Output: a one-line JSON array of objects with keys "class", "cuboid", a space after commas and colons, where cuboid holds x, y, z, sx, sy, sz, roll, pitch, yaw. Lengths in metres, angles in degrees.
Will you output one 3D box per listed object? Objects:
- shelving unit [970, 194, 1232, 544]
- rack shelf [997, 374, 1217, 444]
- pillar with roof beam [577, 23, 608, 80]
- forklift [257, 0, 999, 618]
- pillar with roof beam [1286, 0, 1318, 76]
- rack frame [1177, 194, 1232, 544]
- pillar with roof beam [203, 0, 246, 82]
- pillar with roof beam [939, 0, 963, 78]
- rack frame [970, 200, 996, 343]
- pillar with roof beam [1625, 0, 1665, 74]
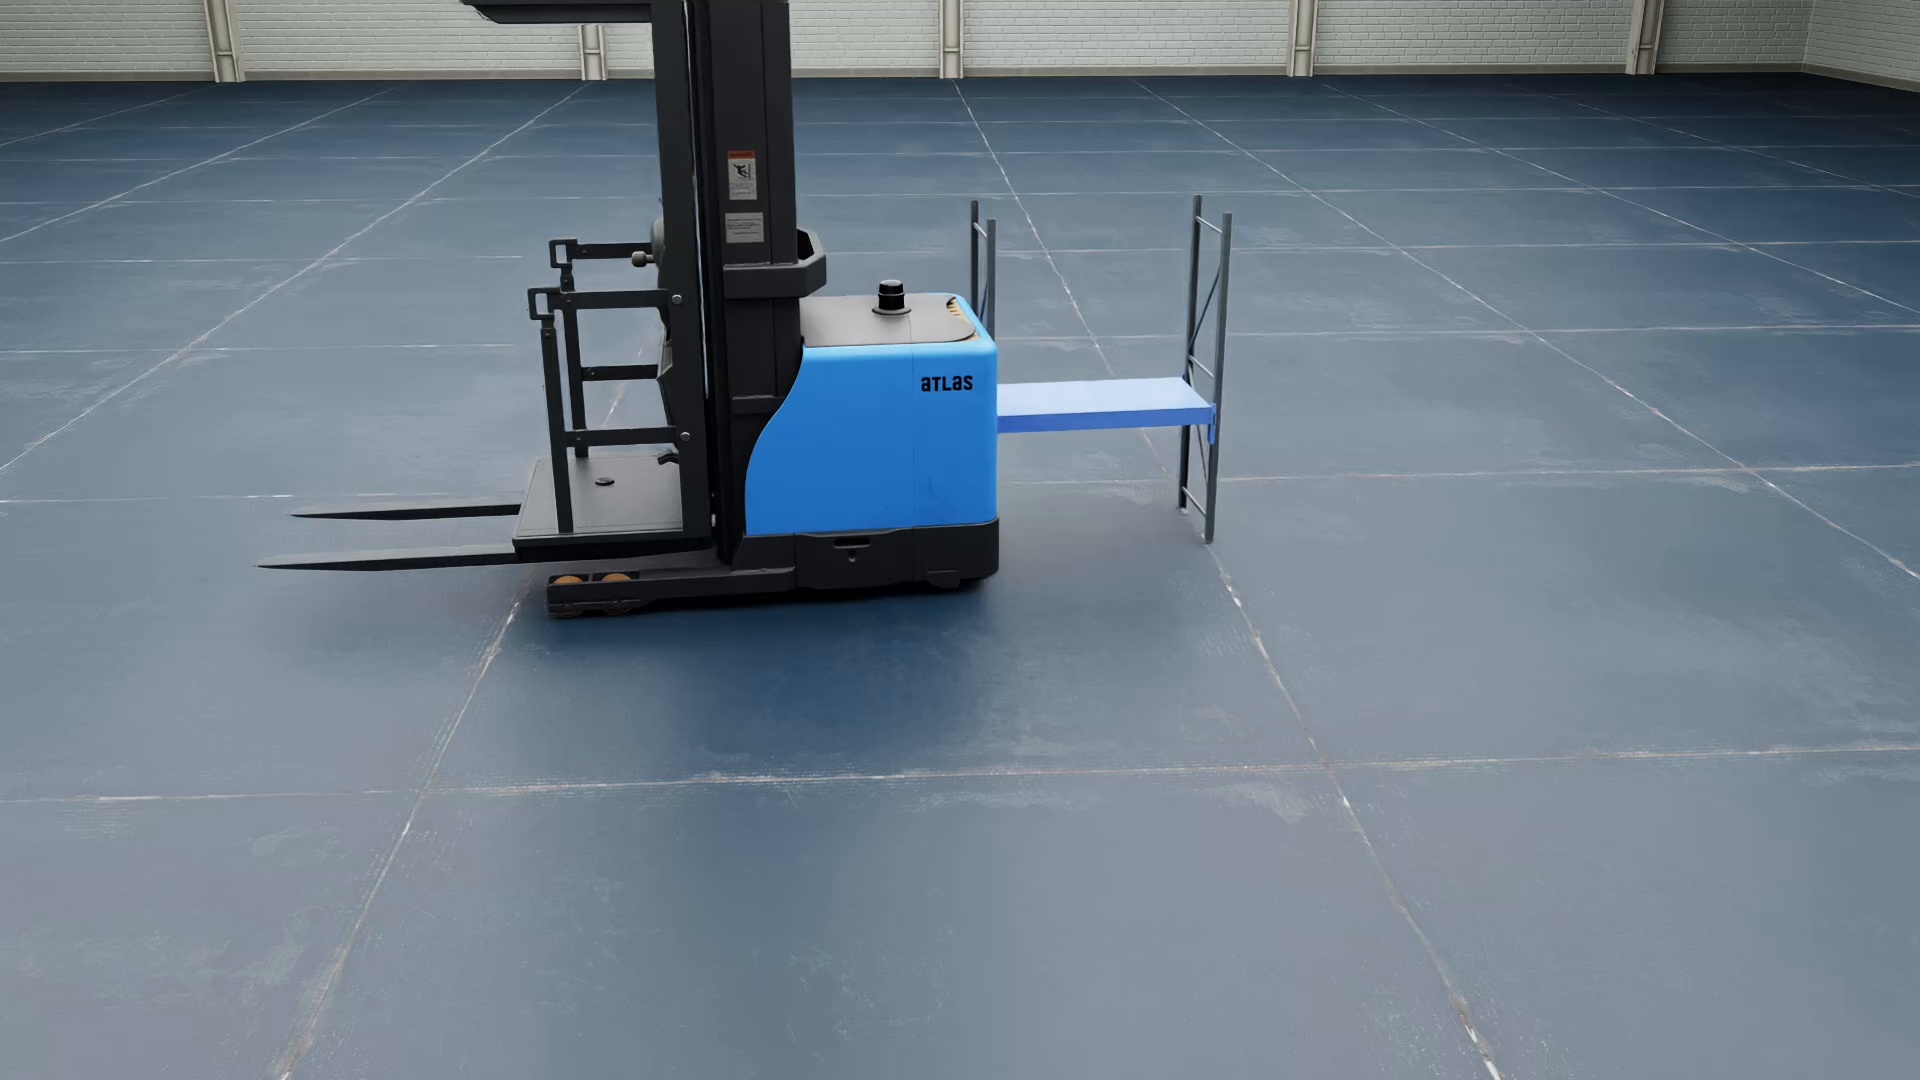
[{"class": "shelving unit", "cuboid": [0.600, -0.745, 7.470, 1.048, 1.500, 0.538, -3, 21, -8]}, {"class": "rack shelf", "cuboid": [0.600, -0.577, 7.534, 1.000, 0.185, 0.538, -3, 21, -8]}, {"class": "pillar with roof beam", "cuboid": [-5.896, -10.432, 22.374, 0.400, 9.000, 9.100, -1, 21, -3]}, {"class": "forklift", "cuboid": [-1.396, -1.254, 6.796, 3.031, 2.935, 1.130, -3, 21, -8]}, {"class": "pillar with roof beam", "cuboid": [6.084, -10.676, 23.014, 0.400, 9.000, 9.100, -1, 21, -3]}, {"class": "rack frame", "cuboid": [1.103, -0.772, 7.540, 0.032, 1.500, 0.500, -3, 21, -8]}, {"class": "pillar with roof beam", "cuboid": [-11.886, -10.310, 22.054, 0.400, 9.000, 9.100, -1, 21, -3]}, {"class": "pillar with roof beam", "cuboid": [0.094, -10.554, 22.694, 0.400, 9.000, 9.100, -1, 21, -3]}, {"class": "rack frame", "cuboid": [0.097, -0.718, 7.400, 0.032, 1.500, 0.500, -3, 21, -8]}, {"class": "pillar with roof beam", "cuboid": [12.075, -10.797, 23.334, 0.400, 9.000, 9.100, -1, 21, -3]}]
